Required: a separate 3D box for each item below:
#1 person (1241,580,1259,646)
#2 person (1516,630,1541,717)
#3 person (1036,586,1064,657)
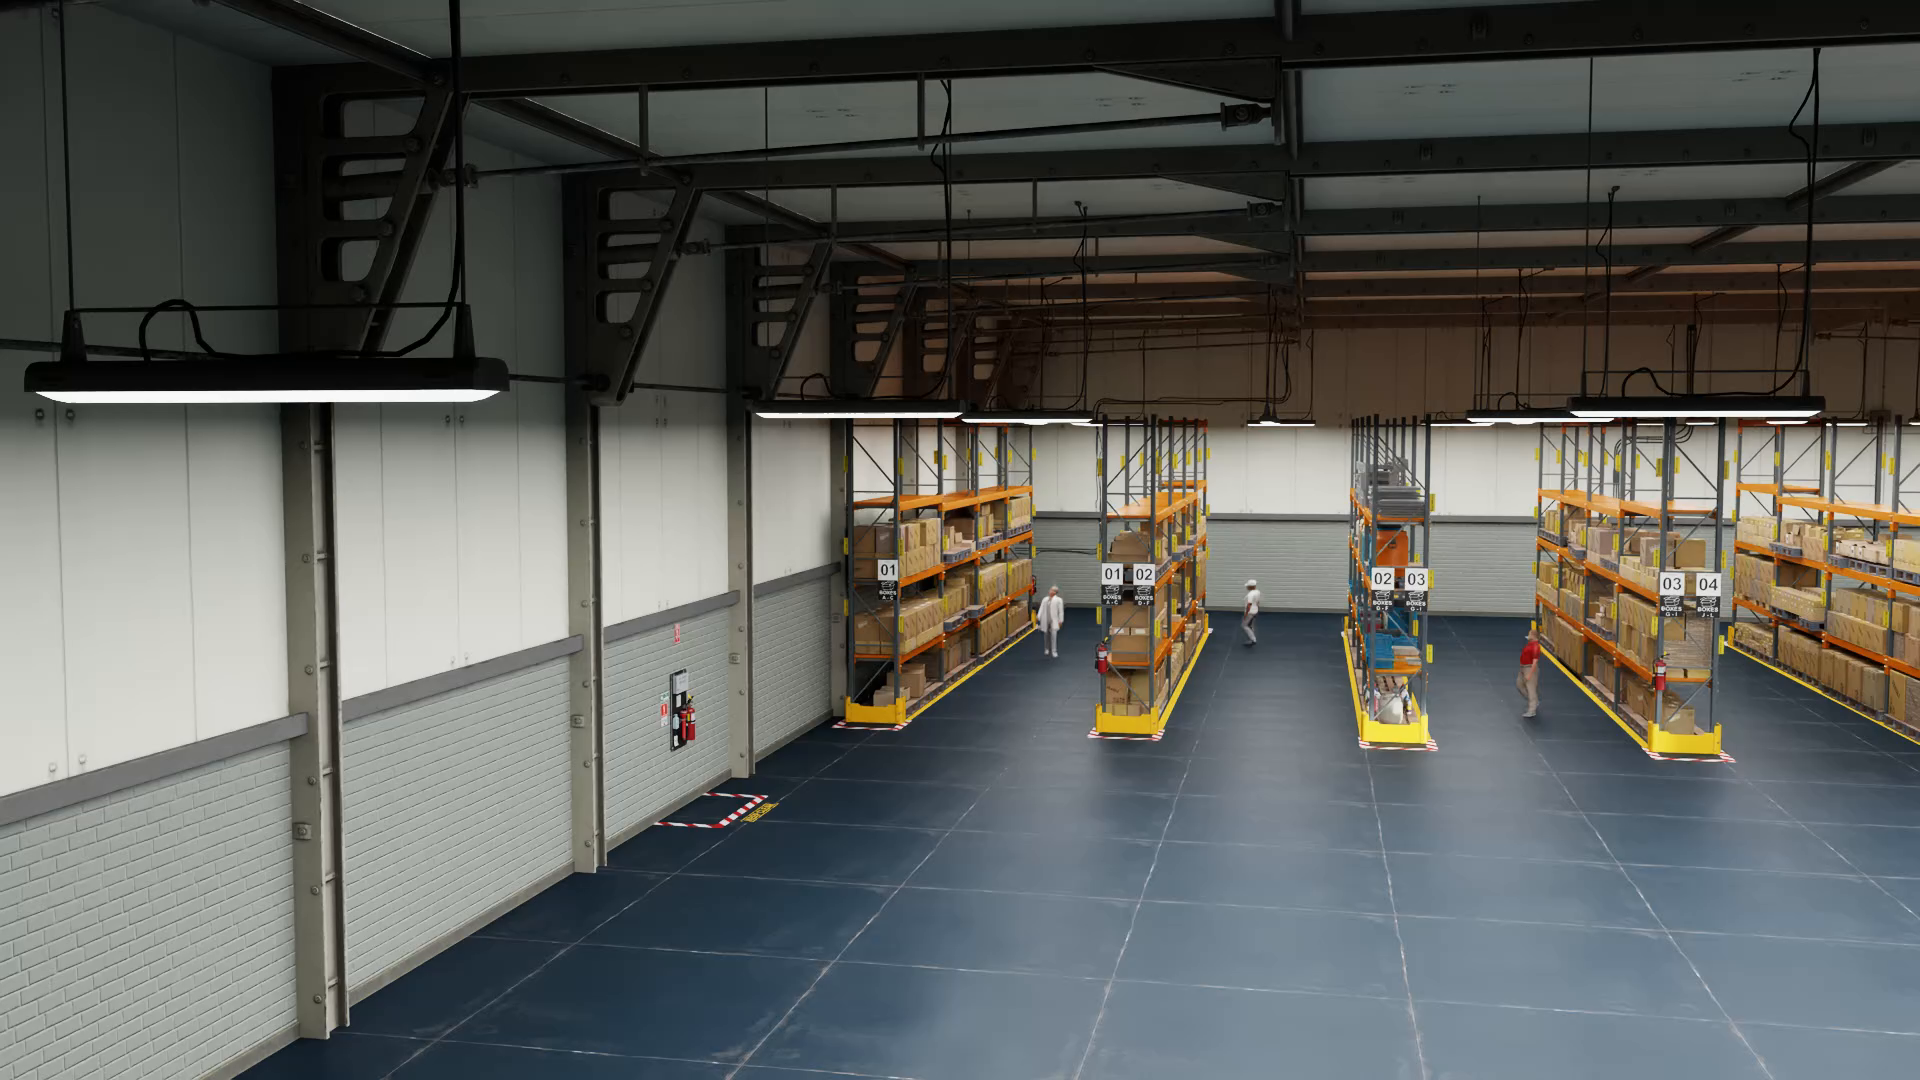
[{"bbox_3d":[7.644,1.928,43.918,0.539,1.764,0.607,2,4,29],"label":"person"},{"bbox_3d":[11.402,2.644,33.280,0.441,1.732,0.630,0,4,-3],"label":"person"},{"bbox_3d":[2.216,2.008,41.122,0.690,1.704,1.076,0,4,4],"label":"person"}]
